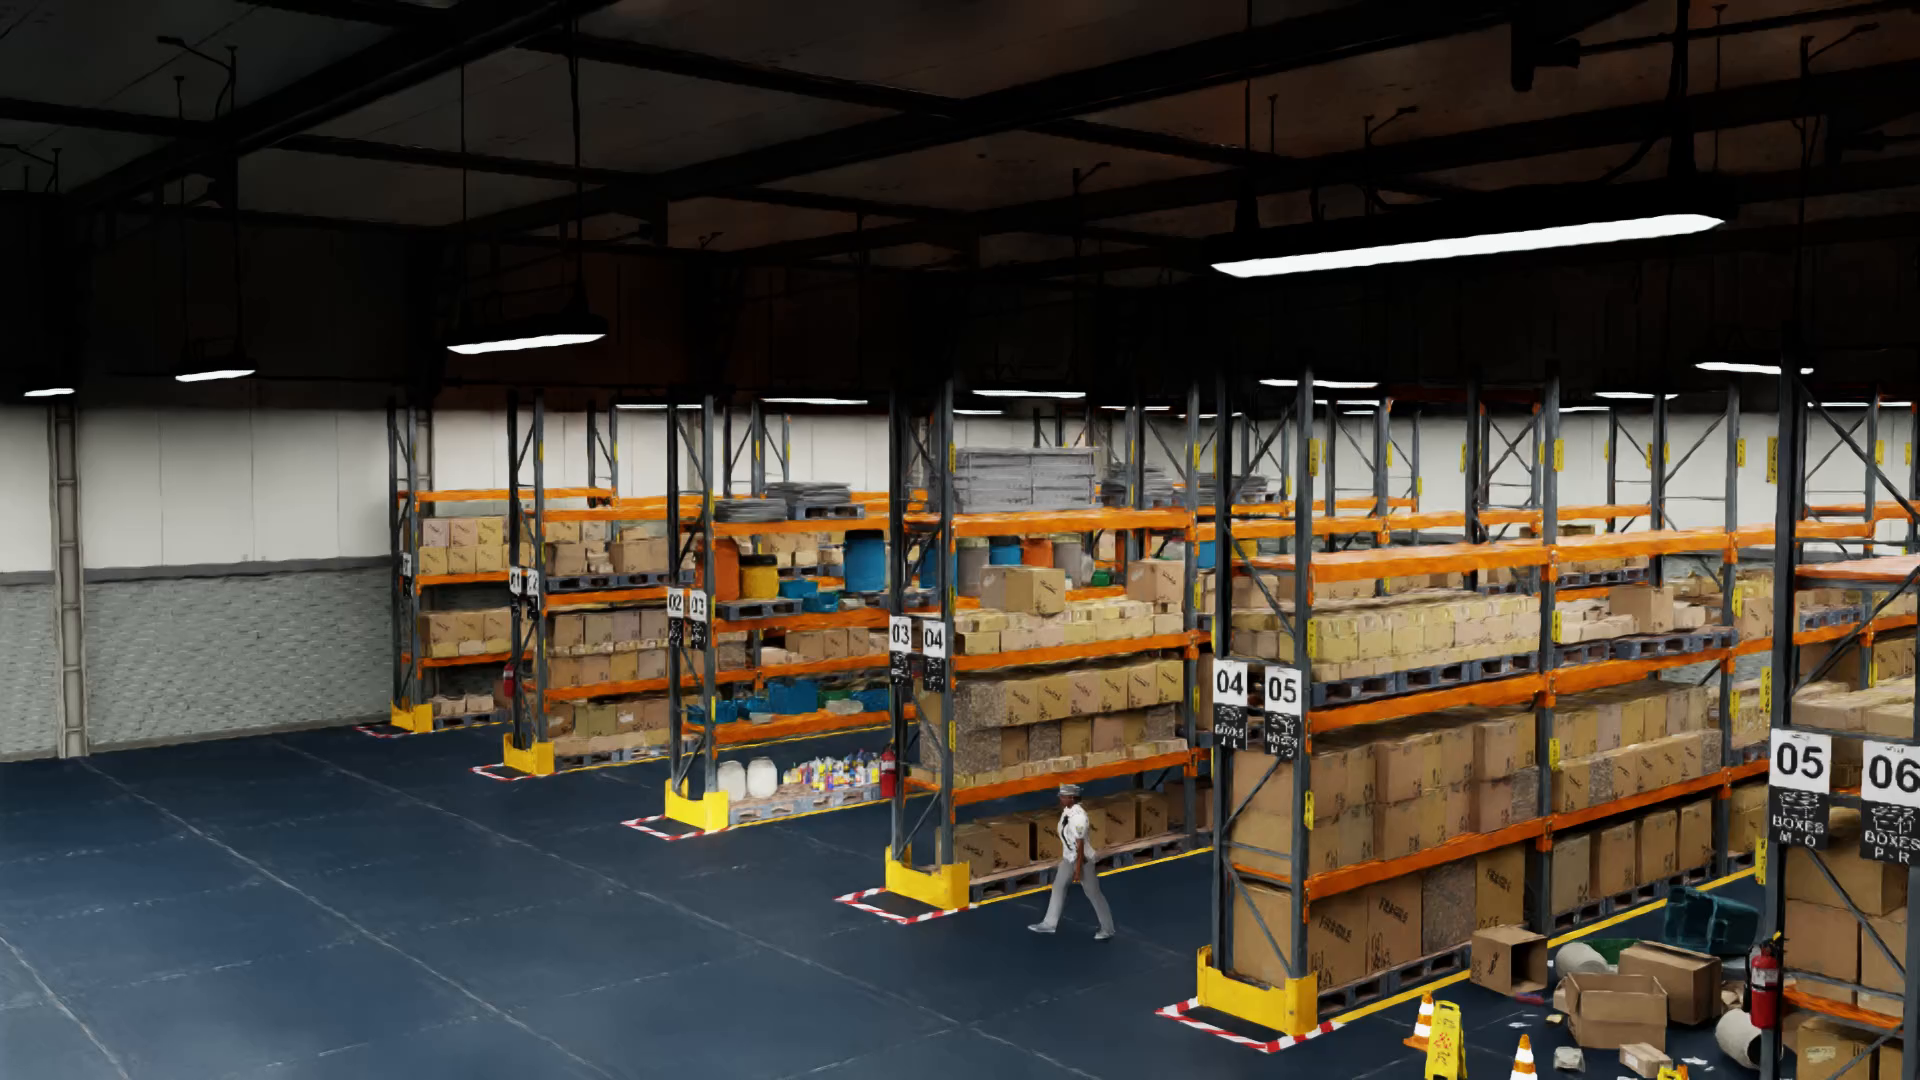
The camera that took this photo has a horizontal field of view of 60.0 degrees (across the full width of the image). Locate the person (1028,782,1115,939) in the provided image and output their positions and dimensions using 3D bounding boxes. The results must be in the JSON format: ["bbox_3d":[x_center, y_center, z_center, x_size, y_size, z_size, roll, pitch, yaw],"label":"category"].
[{"bbox_3d":[1.179,3.323,17.341,0.866,1.625,0.507,-1,3,-15],"label":"person"}]
